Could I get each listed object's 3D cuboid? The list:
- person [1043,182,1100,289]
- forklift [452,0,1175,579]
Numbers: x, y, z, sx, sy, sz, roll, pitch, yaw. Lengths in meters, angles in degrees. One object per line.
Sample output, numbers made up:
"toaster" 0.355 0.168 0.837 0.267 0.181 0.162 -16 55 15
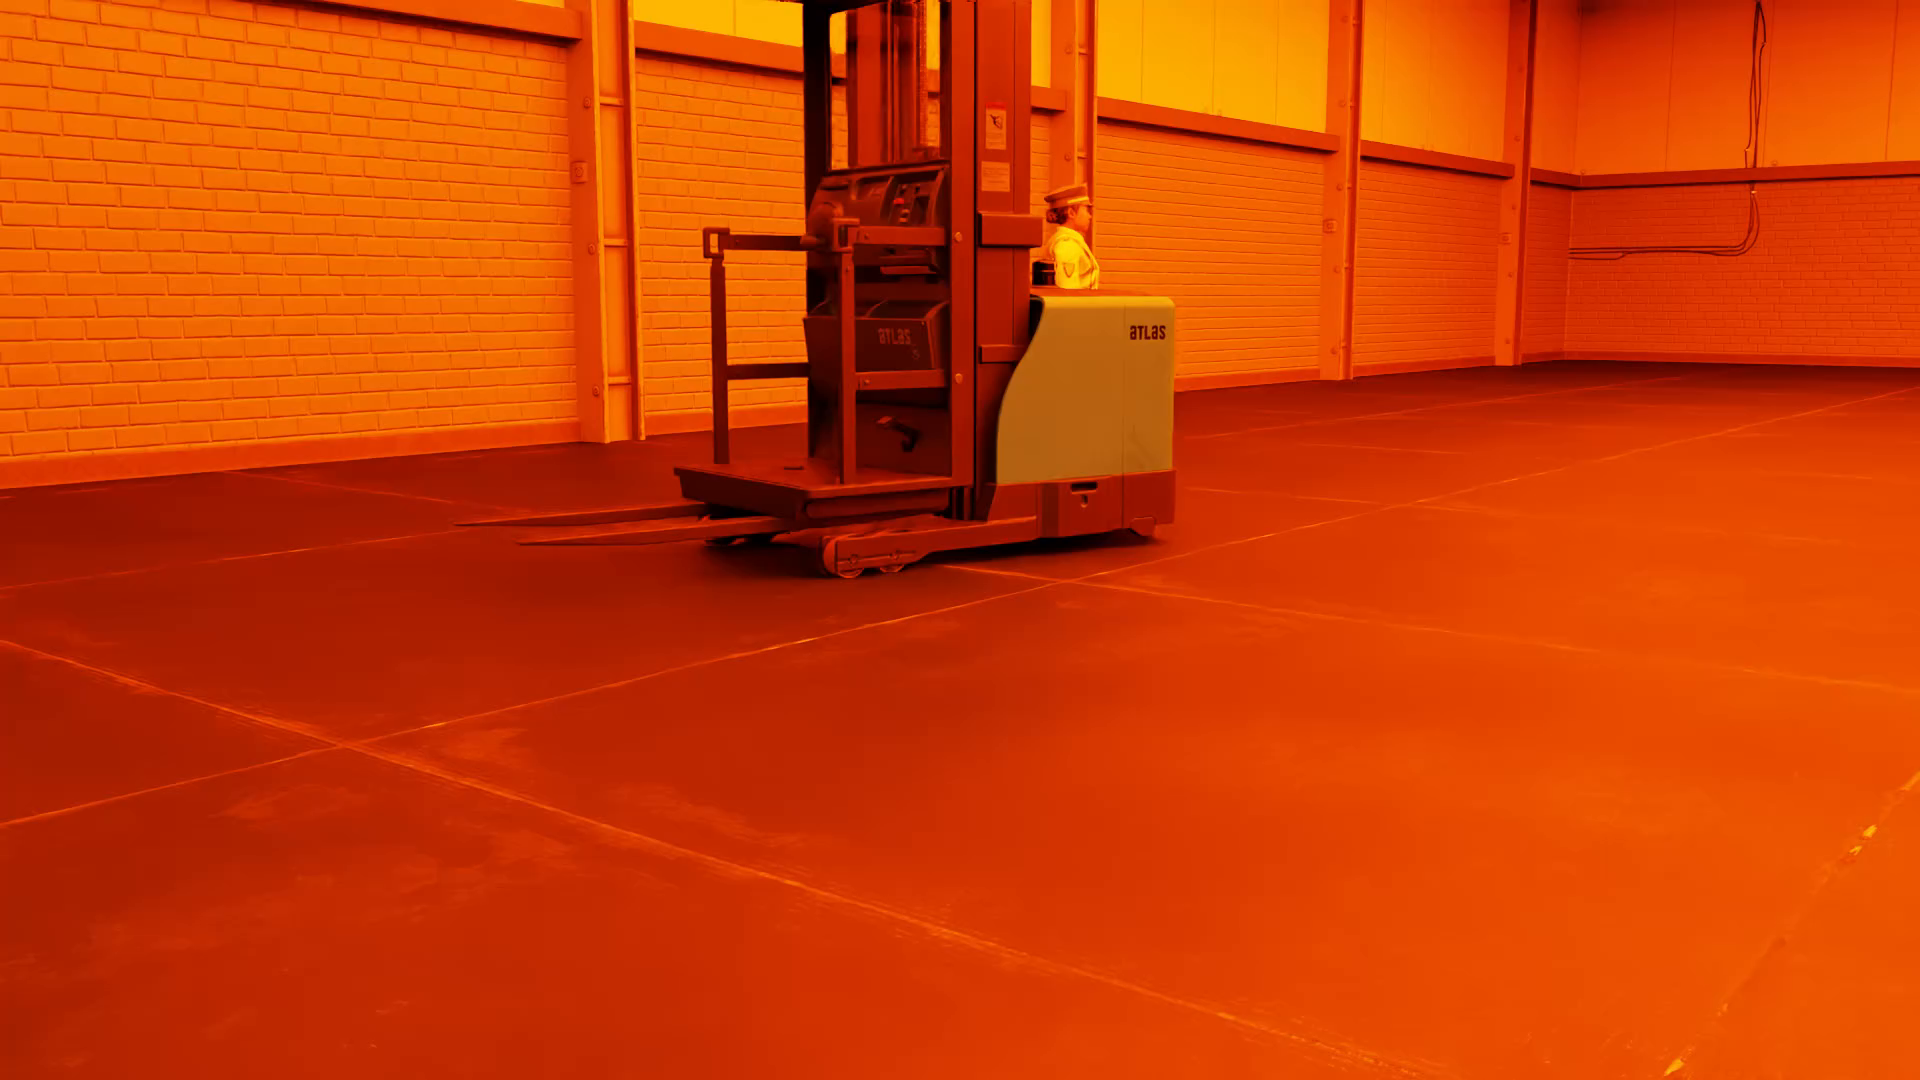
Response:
"person" 0.598 -1.085 9.019 0.332 1.680 0.532 -1 8 -7
"forklift" -0.519 -1.388 6.767 3.031 2.935 1.130 -6 10 -37
